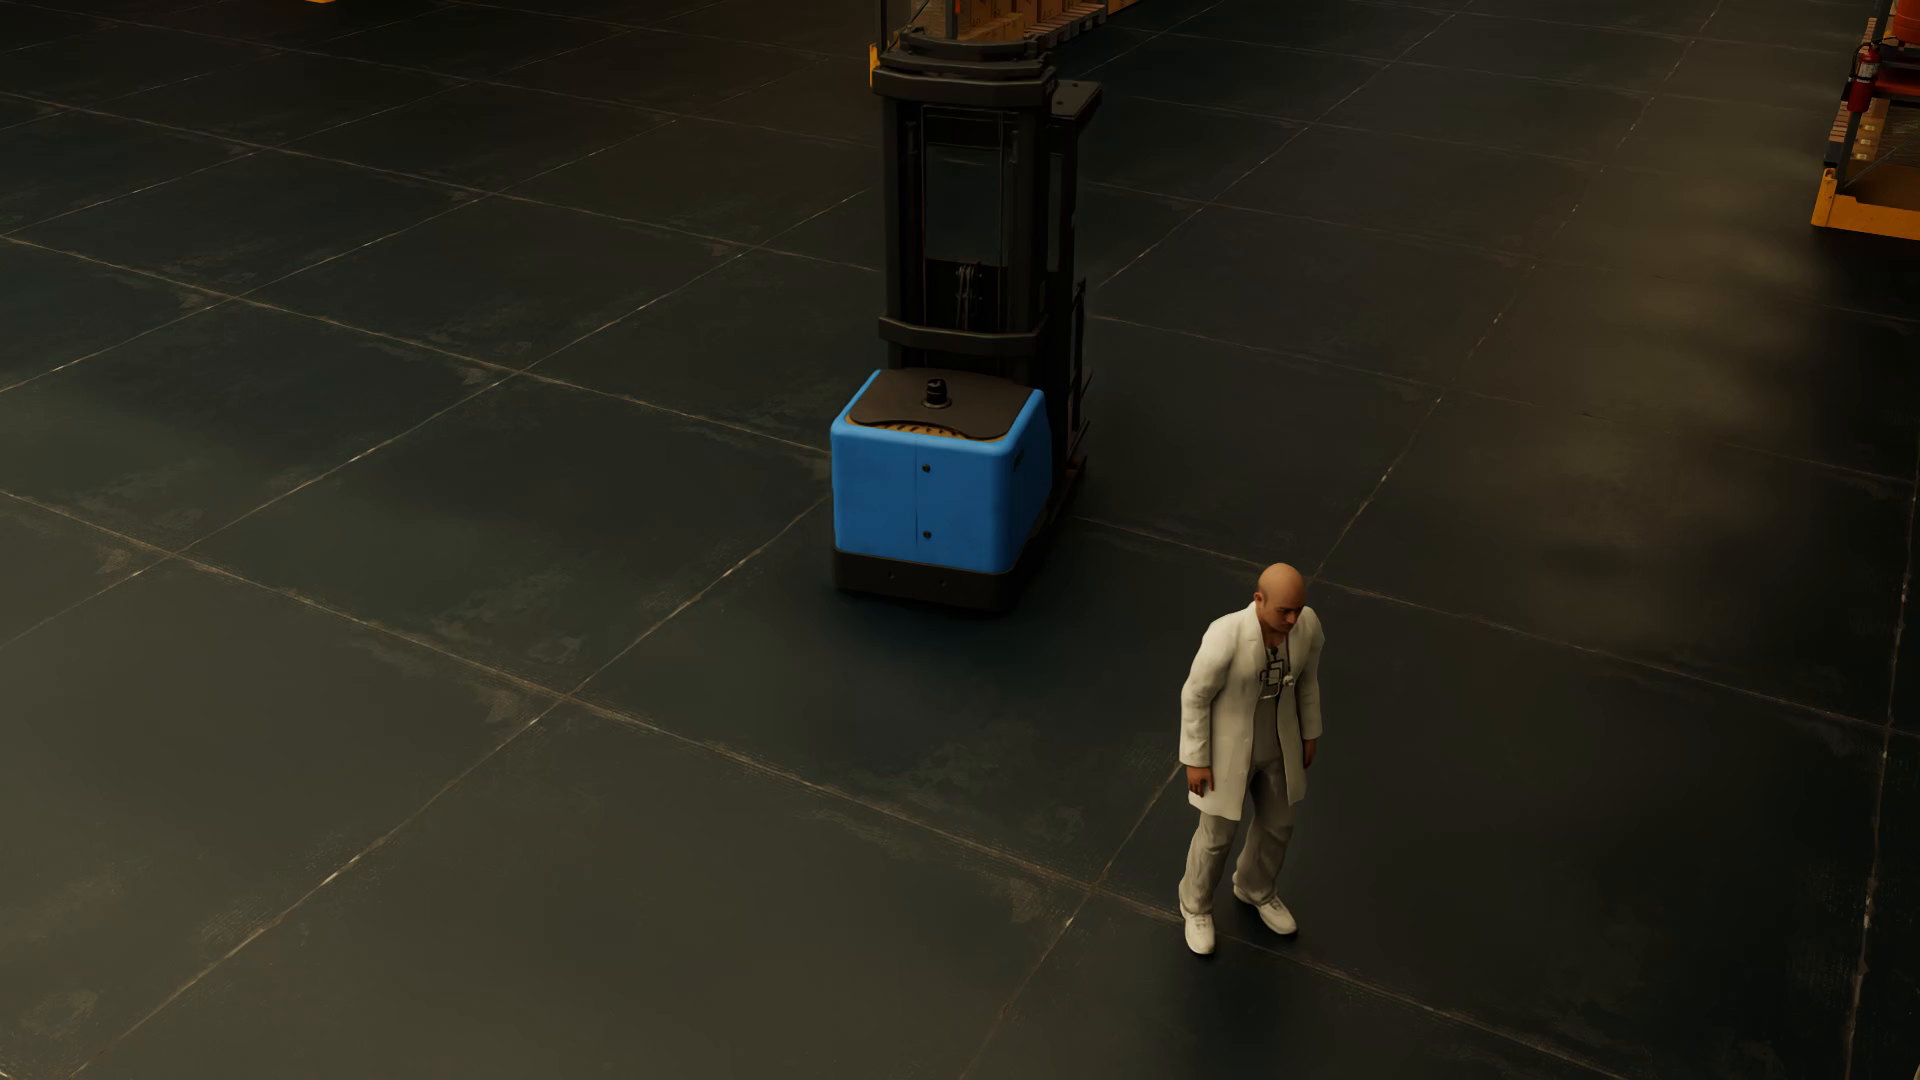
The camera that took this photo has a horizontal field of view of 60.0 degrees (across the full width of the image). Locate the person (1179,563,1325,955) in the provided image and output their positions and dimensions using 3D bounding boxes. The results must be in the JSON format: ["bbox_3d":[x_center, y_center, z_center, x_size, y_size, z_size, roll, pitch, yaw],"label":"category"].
[{"bbox_3d":[1.188,0.854,6.751,0.643,1.773,0.434,-10,32,-18],"label":"person"}]

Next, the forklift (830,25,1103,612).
[{"bbox_3d":[0.181,-1.599,9.840,1.130,2.935,3.031,8,31,14],"label":"forklift"}]
